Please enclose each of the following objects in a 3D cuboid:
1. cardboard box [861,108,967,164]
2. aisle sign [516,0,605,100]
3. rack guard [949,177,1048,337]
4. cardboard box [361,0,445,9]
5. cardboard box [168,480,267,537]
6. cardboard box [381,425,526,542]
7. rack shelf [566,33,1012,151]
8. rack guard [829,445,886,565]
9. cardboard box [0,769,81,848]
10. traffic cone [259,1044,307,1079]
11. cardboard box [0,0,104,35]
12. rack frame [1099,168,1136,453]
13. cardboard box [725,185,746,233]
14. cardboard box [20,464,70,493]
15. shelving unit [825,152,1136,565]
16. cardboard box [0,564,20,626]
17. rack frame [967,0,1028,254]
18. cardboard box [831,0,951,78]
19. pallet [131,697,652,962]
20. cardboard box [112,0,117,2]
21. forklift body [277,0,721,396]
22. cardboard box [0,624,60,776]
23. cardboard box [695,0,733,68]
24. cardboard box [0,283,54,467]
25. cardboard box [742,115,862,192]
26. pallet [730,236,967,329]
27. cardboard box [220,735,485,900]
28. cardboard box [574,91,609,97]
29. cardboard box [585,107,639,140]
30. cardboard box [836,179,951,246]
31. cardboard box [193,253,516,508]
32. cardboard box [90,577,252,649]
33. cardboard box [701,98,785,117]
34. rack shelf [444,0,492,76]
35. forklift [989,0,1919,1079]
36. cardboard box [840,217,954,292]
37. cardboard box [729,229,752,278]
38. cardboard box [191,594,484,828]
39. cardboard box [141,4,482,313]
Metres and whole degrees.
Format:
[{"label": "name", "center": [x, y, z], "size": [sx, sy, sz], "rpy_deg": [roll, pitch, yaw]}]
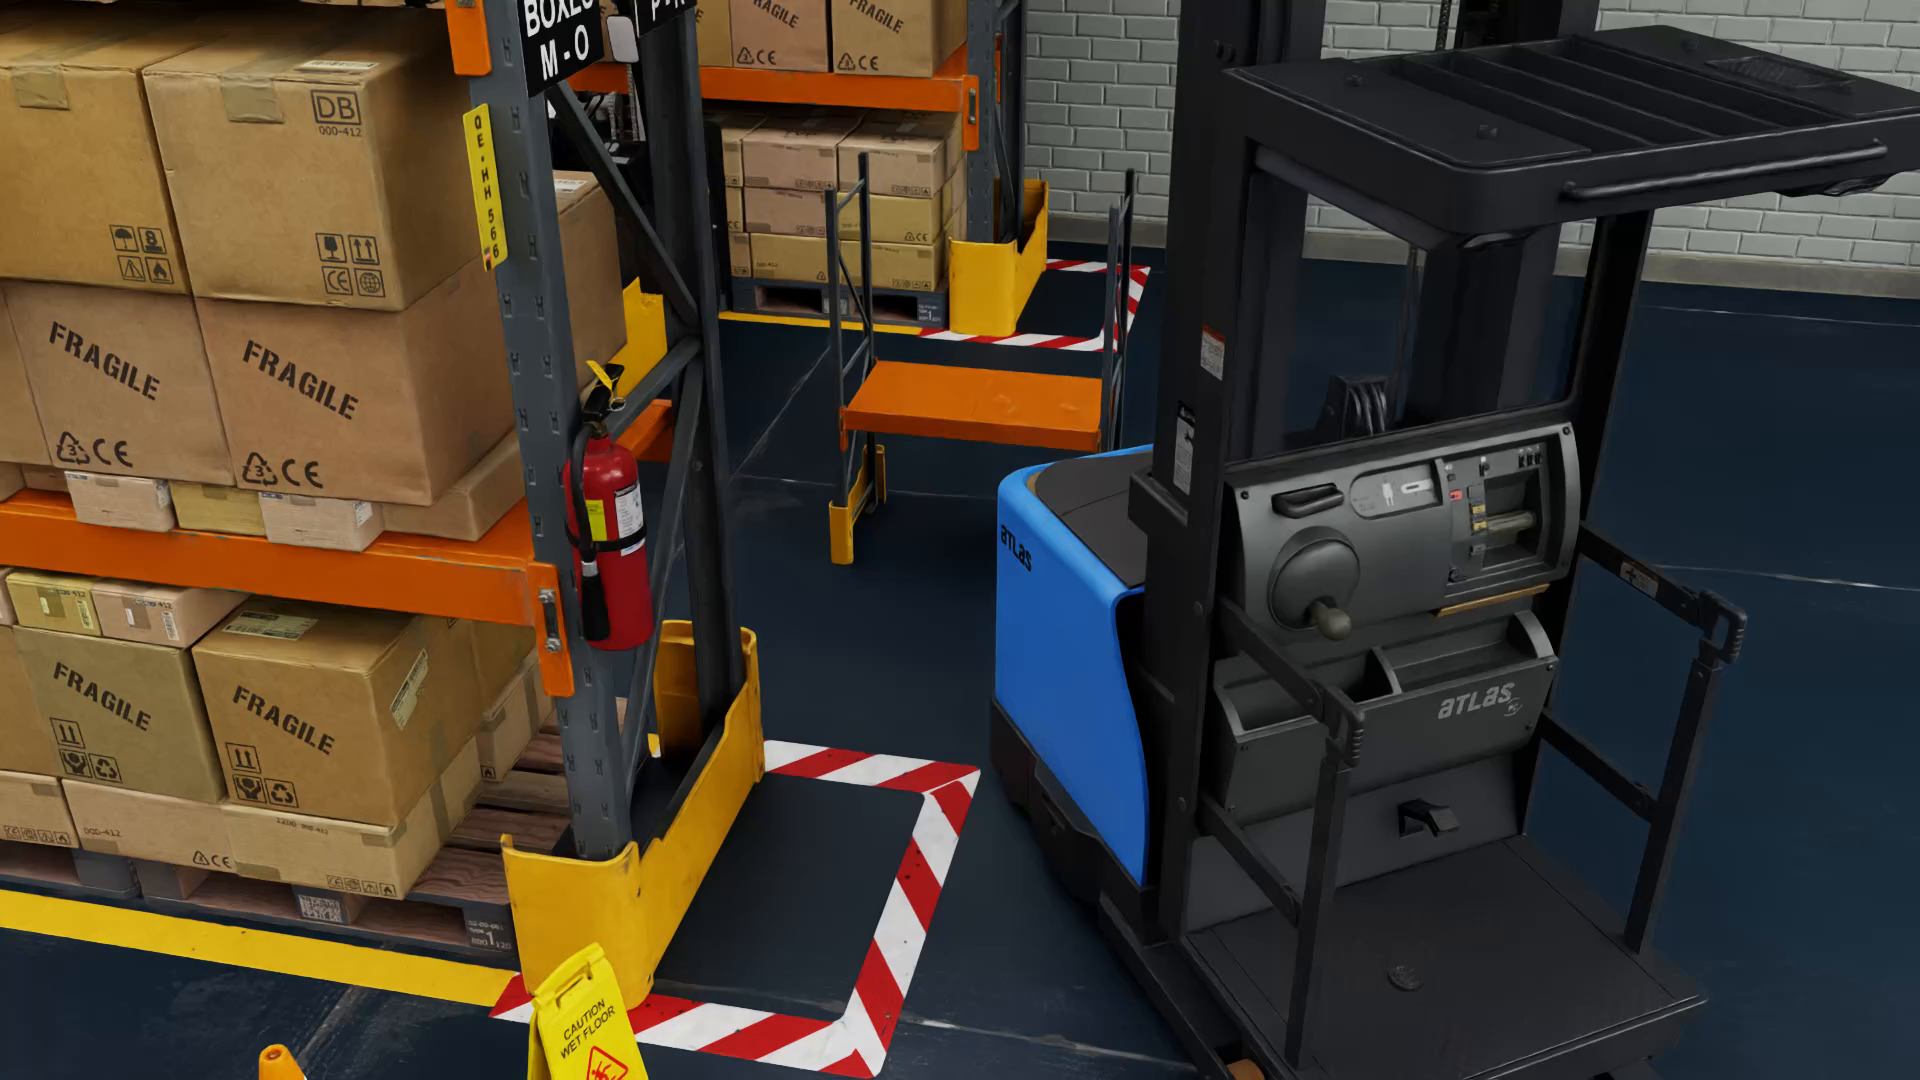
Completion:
[{"label": "cardboard box", "center": [-0.233, -2.217, 9.061], "size": [0.500, 0.250, 0.500], "rpy_deg": [5, 29, 10]}, {"label": "aisle sign", "center": [-0.835, -1.330, 3.348], "size": [0.004, 0.787, 0.394], "rpy_deg": [6, 29, 11]}, {"label": "rack guard", "center": [0.221, -1.564, 9.087], "size": [0.348, 0.500, 1.175], "rpy_deg": [6, 29, 11]}, {"label": "cardboard box", "center": [-2.822, -2.897, 8.813], "size": [0.500, 0.500, 0.500], "rpy_deg": [6, 29, 11]}, {"label": "cardboard box", "center": [-1.763, -0.168, 4.194], "size": [0.250, 0.149, 0.380], "rpy_deg": [5, 29, 10]}, {"label": "cardboard box", "center": [-1.245, -0.159, 4.178], "size": [0.250, 0.149, 0.380], "rpy_deg": [7, 29, 12]}, {"label": "rack shelf", "center": [-1.758, -2.548, 9.030], "size": [4.000, 0.370, 1.077], "rpy_deg": [6, 29, 11]}, {"label": "rack guard", "center": [-0.412, -0.152, 6.767], "size": [0.087, 0.250, 0.587], "rpy_deg": [6, 29, 11]}, {"label": "cardboard box", "center": [-2.700, 0.630, 4.902], "size": [0.500, 0.250, 0.500], "rpy_deg": [5, 29, 9]}, {"label": "traffic cone", "center": [-1.525, 1.344, 3.814], "size": [0.334, 0.463, 0.336], "rpy_deg": [6, 29, 11]}, {"label": "cardboard box", "center": [-2.394, -0.951, 3.908], "size": [0.500, 0.500, 0.700], "rpy_deg": [6, 29, 10]}, {"label": "rack frame", "center": [0.581, -0.598, 6.281], "size": [0.032, 1.500, 0.500], "rpy_deg": [6, 29, 11]}, {"label": "cardboard box", "center": [-1.341, -1.860, 8.929], "size": [0.500, 0.250, 0.500], "rpy_deg": [5, 29, 9]}, {"label": "cardboard box", "center": [-2.242, -0.271, 4.383], "size": [0.250, 0.149, 0.380], "rpy_deg": [6, 29, 11]}, {"label": "shelving unit", "center": [0.075, -0.650, 6.376], "size": [1.083, 1.500, 0.587], "rpy_deg": [6, 29, 11]}, {"label": "cardboard box", "center": [-2.548, 0.059, 4.487], "size": [0.250, 0.149, 0.380], "rpy_deg": [7, 29, 13]}, {"label": "rack frame", "center": [0.198, -2.663, 8.491], "size": [0.127, 3.000, 1.000], "rpy_deg": [6, 29, 11]}, {"label": "cardboard box", "center": [-0.338, -2.633, 8.332], "size": [0.500, 0.500, 0.500], "rpy_deg": [5, 29, 9]}, {"label": "pallet", "center": [-1.696, 0.786, 5.095], "size": [1.213, 0.211, 1.003], "rpy_deg": [6, 29, 11]}, {"label": "cardboard box", "center": [-4.261, -2.926, 9.128], "size": [0.500, 0.250, 0.500], "rpy_deg": [7, 29, 12]}, {"label": "forklift body", "center": [-2.038, -1.624, 7.477], "size": [1.214, 2.155, 2.313], "rpy_deg": [6, 29, 11]}, {"label": "cardboard box", "center": [-2.676, 0.299, 4.726], "size": [0.500, 0.500, 0.500], "rpy_deg": [5, 29, 9]}, {"label": "cardboard box", "center": [-1.345, -2.741, 8.529], "size": [0.500, 0.500, 0.500], "rpy_deg": [5, 29, 10]}, {"label": "cardboard box", "center": [-2.401, -0.535, 4.191], "size": [0.500, 0.500, 0.500], "rpy_deg": [6, 29, 10]}, {"label": "cardboard box", "center": [-0.818, -2.028, 8.716], "size": [0.500, 0.250, 0.500], "rpy_deg": [6, 29, 11]}, {"label": "pallet", "center": [-0.559, -1.497, 9.265], "size": [1.213, 0.211, 1.003], "rpy_deg": [6, 29, 11]}, {"label": "cardboard box", "center": [-1.705, 0.733, 4.714], "size": [0.500, 0.250, 0.500], "rpy_deg": [6, 29, 10]}, {"label": "cardboard box", "center": [-2.202, -2.422, 9.435], "size": [0.500, 0.250, 0.500], "rpy_deg": [6, 29, 11]}, {"label": "cardboard box", "center": [-1.808, -2.128, 8.899], "size": [0.500, 0.250, 0.500], "rpy_deg": [5, 29, 10]}, {"label": "cardboard box", "center": [-0.343, -1.763, 8.752], "size": [0.500, 0.250, 0.500], "rpy_deg": [5, 29, 10]}, {"label": "cardboard box", "center": [-1.423, -0.431, 4.000], "size": [0.500, 0.500, 0.500], "rpy_deg": [5, 29, 10]}, {"label": "cardboard box", "center": [-2.046, 0.113, 4.389], "size": [0.250, 0.149, 0.380], "rpy_deg": [7, 29, 12]}, {"label": "cardboard box", "center": [-1.209, -2.321, 9.250], "size": [0.500, 0.250, 0.500], "rpy_deg": [6, 29, 10]}, {"label": "rack shelf", "center": [-2.791, -1.533, 4.051], "size": [4.000, 0.370, 1.077], "rpy_deg": [6, 29, 11]}, {"label": "forklift", "center": [1.126, 0.018, 3.665], "size": [1.130, 2.935, 3.031], "rpy_deg": [-11, 31, -20]}, {"label": "cardboard box", "center": [-0.328, -1.540, 8.866], "size": [0.500, 0.250, 0.500], "rpy_deg": [6, 29, 11]}, {"label": "cardboard box", "center": [-1.299, -1.649, 9.064], "size": [0.500, 0.250, 0.500], "rpy_deg": [6, 29, 11]}, {"label": "cardboard box", "center": [-1.673, 0.403, 4.535], "size": [0.500, 0.500, 0.500], "rpy_deg": [6, 29, 11]}, {"label": "cardboard box", "center": [-1.380, -0.893, 3.803], "size": [0.500, 0.500, 0.700], "rpy_deg": [5, 29, 9]}]
